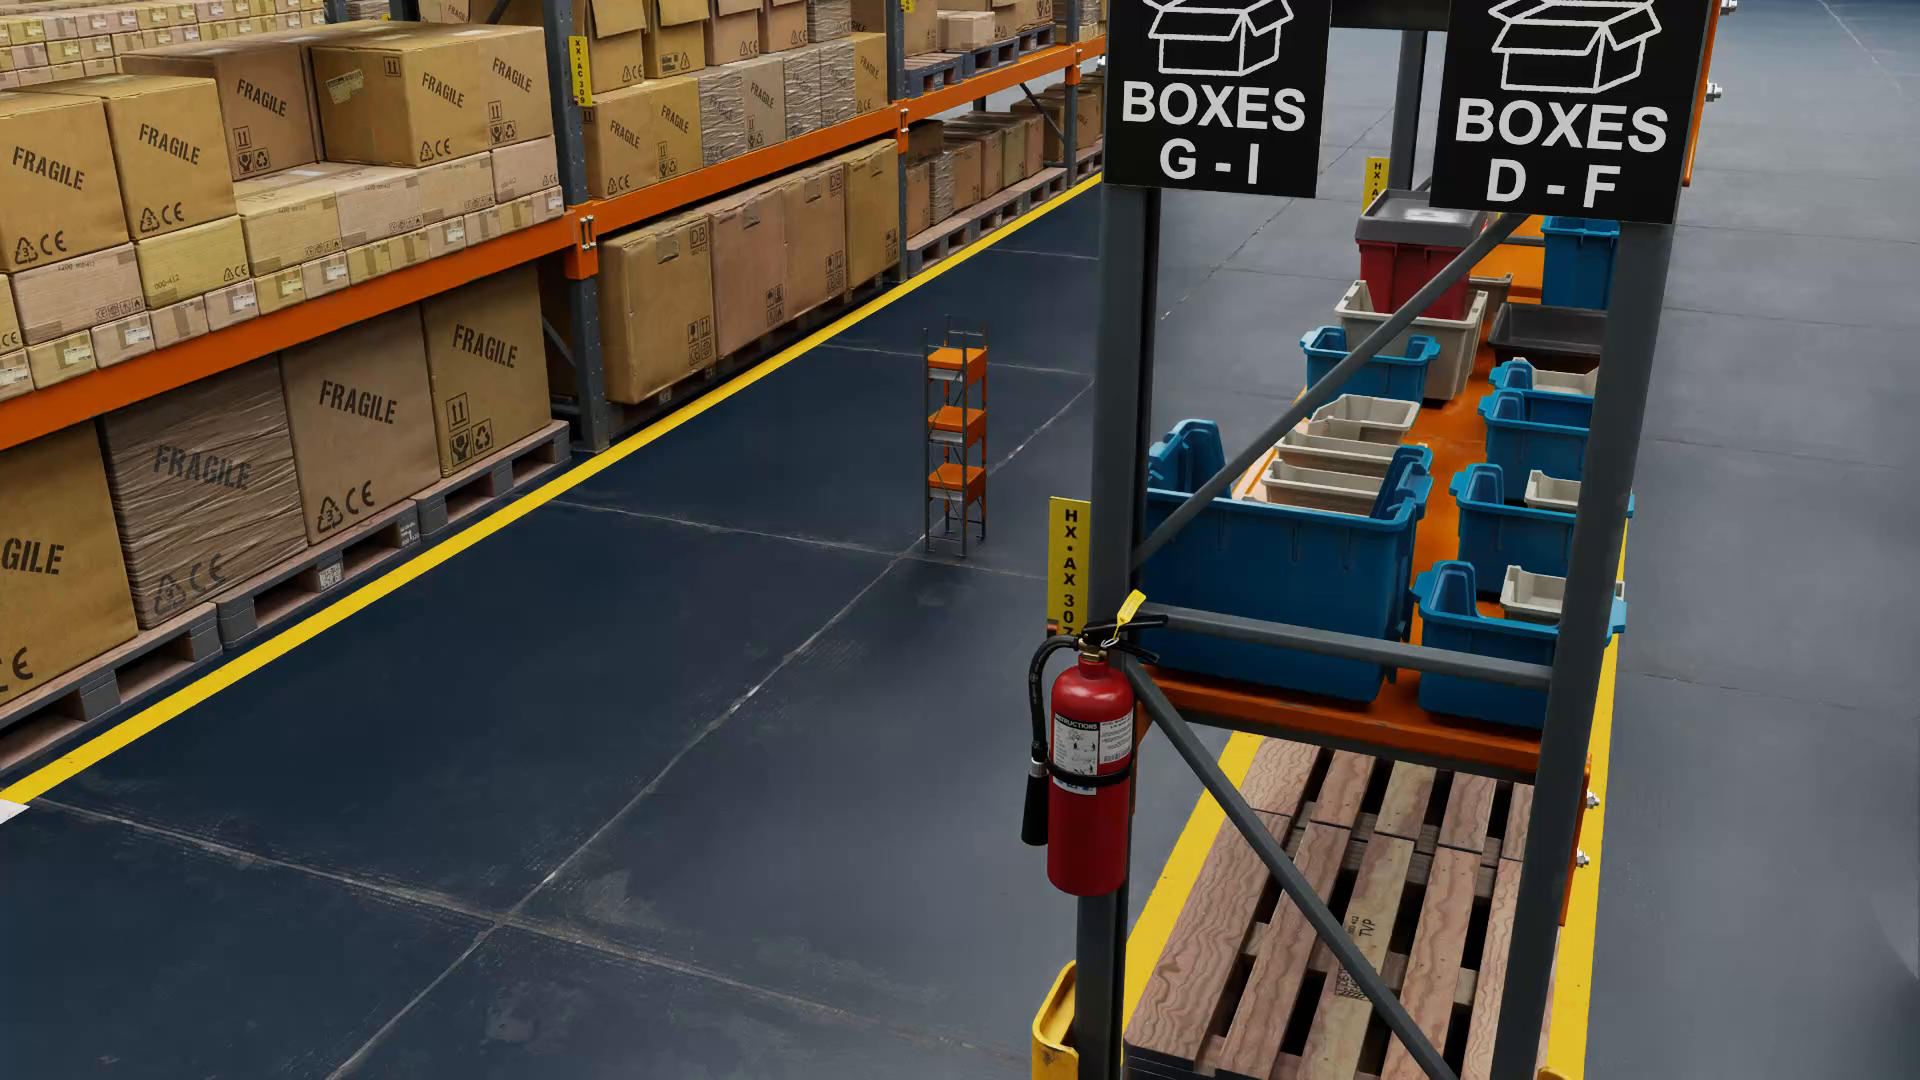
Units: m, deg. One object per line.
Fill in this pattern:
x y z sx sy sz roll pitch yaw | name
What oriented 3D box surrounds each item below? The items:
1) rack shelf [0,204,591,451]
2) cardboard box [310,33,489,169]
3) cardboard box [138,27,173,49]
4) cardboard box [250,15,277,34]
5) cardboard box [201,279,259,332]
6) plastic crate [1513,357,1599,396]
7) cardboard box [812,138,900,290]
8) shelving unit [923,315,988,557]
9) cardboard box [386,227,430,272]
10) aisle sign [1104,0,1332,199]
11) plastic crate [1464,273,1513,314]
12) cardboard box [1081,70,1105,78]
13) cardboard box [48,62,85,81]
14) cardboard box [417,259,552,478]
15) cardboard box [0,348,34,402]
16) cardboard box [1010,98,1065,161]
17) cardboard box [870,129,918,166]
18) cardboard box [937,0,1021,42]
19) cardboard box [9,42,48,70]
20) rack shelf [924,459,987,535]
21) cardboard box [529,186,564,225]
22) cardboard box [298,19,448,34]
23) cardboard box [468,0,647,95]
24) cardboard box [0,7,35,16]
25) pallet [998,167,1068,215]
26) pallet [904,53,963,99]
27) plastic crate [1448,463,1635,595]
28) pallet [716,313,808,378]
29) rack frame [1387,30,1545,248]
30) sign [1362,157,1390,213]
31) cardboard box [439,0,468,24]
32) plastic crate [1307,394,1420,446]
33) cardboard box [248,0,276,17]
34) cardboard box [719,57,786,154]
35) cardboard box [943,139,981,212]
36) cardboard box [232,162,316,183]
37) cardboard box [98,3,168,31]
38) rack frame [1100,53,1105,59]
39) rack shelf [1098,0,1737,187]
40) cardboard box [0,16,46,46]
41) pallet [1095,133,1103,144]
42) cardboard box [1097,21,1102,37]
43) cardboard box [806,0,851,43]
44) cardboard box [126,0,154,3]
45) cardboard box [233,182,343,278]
-3.106 -0.876 6.890 1.077 0.370 4.000 9 24 20 | rack shelf
-2.476 -1.957 7.378 0.500 0.500 0.500 9 24 21 | cardboard box
-5.779 -3.521 11.682 0.380 0.149 0.250 8 24 19 | cardboard box
-5.399 -3.885 12.553 0.380 0.149 0.250 9 24 21 | cardboard box
-2.936 -0.917 6.379 0.380 0.149 0.250 8 24 19 | cardboard box
1.867 -0.455 5.211 0.293 0.136 0.466 9 24 20 | plastic crate
-1.153 -2.325 11.636 1.225 0.875 0.875 8 24 18 | cardboard box
-0.020 -0.465 7.502 0.215 1.050 0.252 9 24 20 | shelving unit
-2.554 -1.284 7.258 0.380 0.149 0.250 9 24 21 | cardboard box
0.451 -0.999 2.878 0.394 0.787 0.004 9 24 20 | aisle sign
1.930 -0.975 6.456 0.396 0.136 0.243 9 24 20 | plastic crate
1.656 -4.819 18.093 0.500 0.500 0.500 16 28 34 | cardboard box
-6.069 -3.102 11.066 0.380 0.149 0.250 9 24 21 | cardboard box
-2.683 -0.913 8.255 0.875 0.875 0.875 9 24 20 | cardboard box
-3.317 -0.549 5.497 0.380 0.149 0.250 8 24 19 | cardboard box
0.794 -3.965 16.048 0.500 0.500 0.500 8 24 18 | cardboard box
-0.657 -2.995 12.728 0.500 0.250 0.500 10 25 22 | cardboard box
0.050 -4.395 13.701 0.797 0.503 0.637 11 25 25 | cardboard box
-6.168 -3.146 10.785 0.380 0.149 0.250 9 24 21 | cardboard box
-0.020 -0.199 7.613 0.215 0.259 0.240 9 24 20 | rack shelf
-2.173 -1.652 8.139 0.380 0.149 0.250 9 24 20 | cardboard box
-2.779 -2.203 7.969 0.500 0.500 0.500 9 24 20 | cardboard box
-2.134 -2.663 8.802 0.797 0.503 0.637 8 24 19 | cardboard box
-6.574 -3.564 11.400 0.380 0.149 0.250 8 24 18 | cardboard box
0.320 -3.221 15.188 1.003 0.211 1.213 9 24 20 | pallet
-0.712 -3.537 12.575 1.213 0.211 1.003 9 24 20 | pallet
1.391 -0.011 4.023 0.416 0.233 0.300 9 24 20 | plastic crate
-1.695 -1.362 10.738 1.003 0.211 1.213 9 24 20 | pallet
2.235 -1.215 6.767 1.000 3.000 0.127 9 24 20 | rack frame
1.725 -1.422 6.904 0.100 0.325 0.005 9 24 20 | sign
-4.654 -4.633 14.819 0.500 0.500 0.500 9 24 20 | cardboard box
1.179 -0.321 4.890 0.298 0.136 0.250 9 24 20 | plastic crate
-5.394 -4.030 12.515 0.380 0.149 0.250 10 25 22 | cardboard box
-1.401 -2.644 10.058 0.500 0.500 0.500 9 24 21 | cardboard box
-0.249 -3.052 13.837 0.700 0.500 0.500 11 25 24 | cardboard box
-3.158 -1.498 7.253 0.500 0.250 0.500 9 24 21 | cardboard box
-5.781 -3.658 11.624 0.380 0.149 0.250 10 24 22 | cardboard box
2.094 -6.218 18.745 1.000 3.000 0.127 9 24 20 | rack frame
1.492 -1.551 4.614 1.077 0.370 4.000 9 24 20 | rack shelf
-6.162 -3.290 10.743 0.380 0.149 0.250 9 24 21 | cardboard box
1.276 -4.184 17.492 1.003 0.211 1.213 9 24 20 | pallet
1.139 -4.886 15.881 0.380 0.149 0.250 9 24 20 | cardboard box
-1.164 -3.605 11.058 0.797 0.503 0.637 10 25 22 | cardboard box
-6.187 -3.941 12.302 0.380 0.149 0.250 10 25 23 | cardboard box
-2.854 -1.248 6.654 0.500 0.250 0.500 8 24 19 | cardboard box
